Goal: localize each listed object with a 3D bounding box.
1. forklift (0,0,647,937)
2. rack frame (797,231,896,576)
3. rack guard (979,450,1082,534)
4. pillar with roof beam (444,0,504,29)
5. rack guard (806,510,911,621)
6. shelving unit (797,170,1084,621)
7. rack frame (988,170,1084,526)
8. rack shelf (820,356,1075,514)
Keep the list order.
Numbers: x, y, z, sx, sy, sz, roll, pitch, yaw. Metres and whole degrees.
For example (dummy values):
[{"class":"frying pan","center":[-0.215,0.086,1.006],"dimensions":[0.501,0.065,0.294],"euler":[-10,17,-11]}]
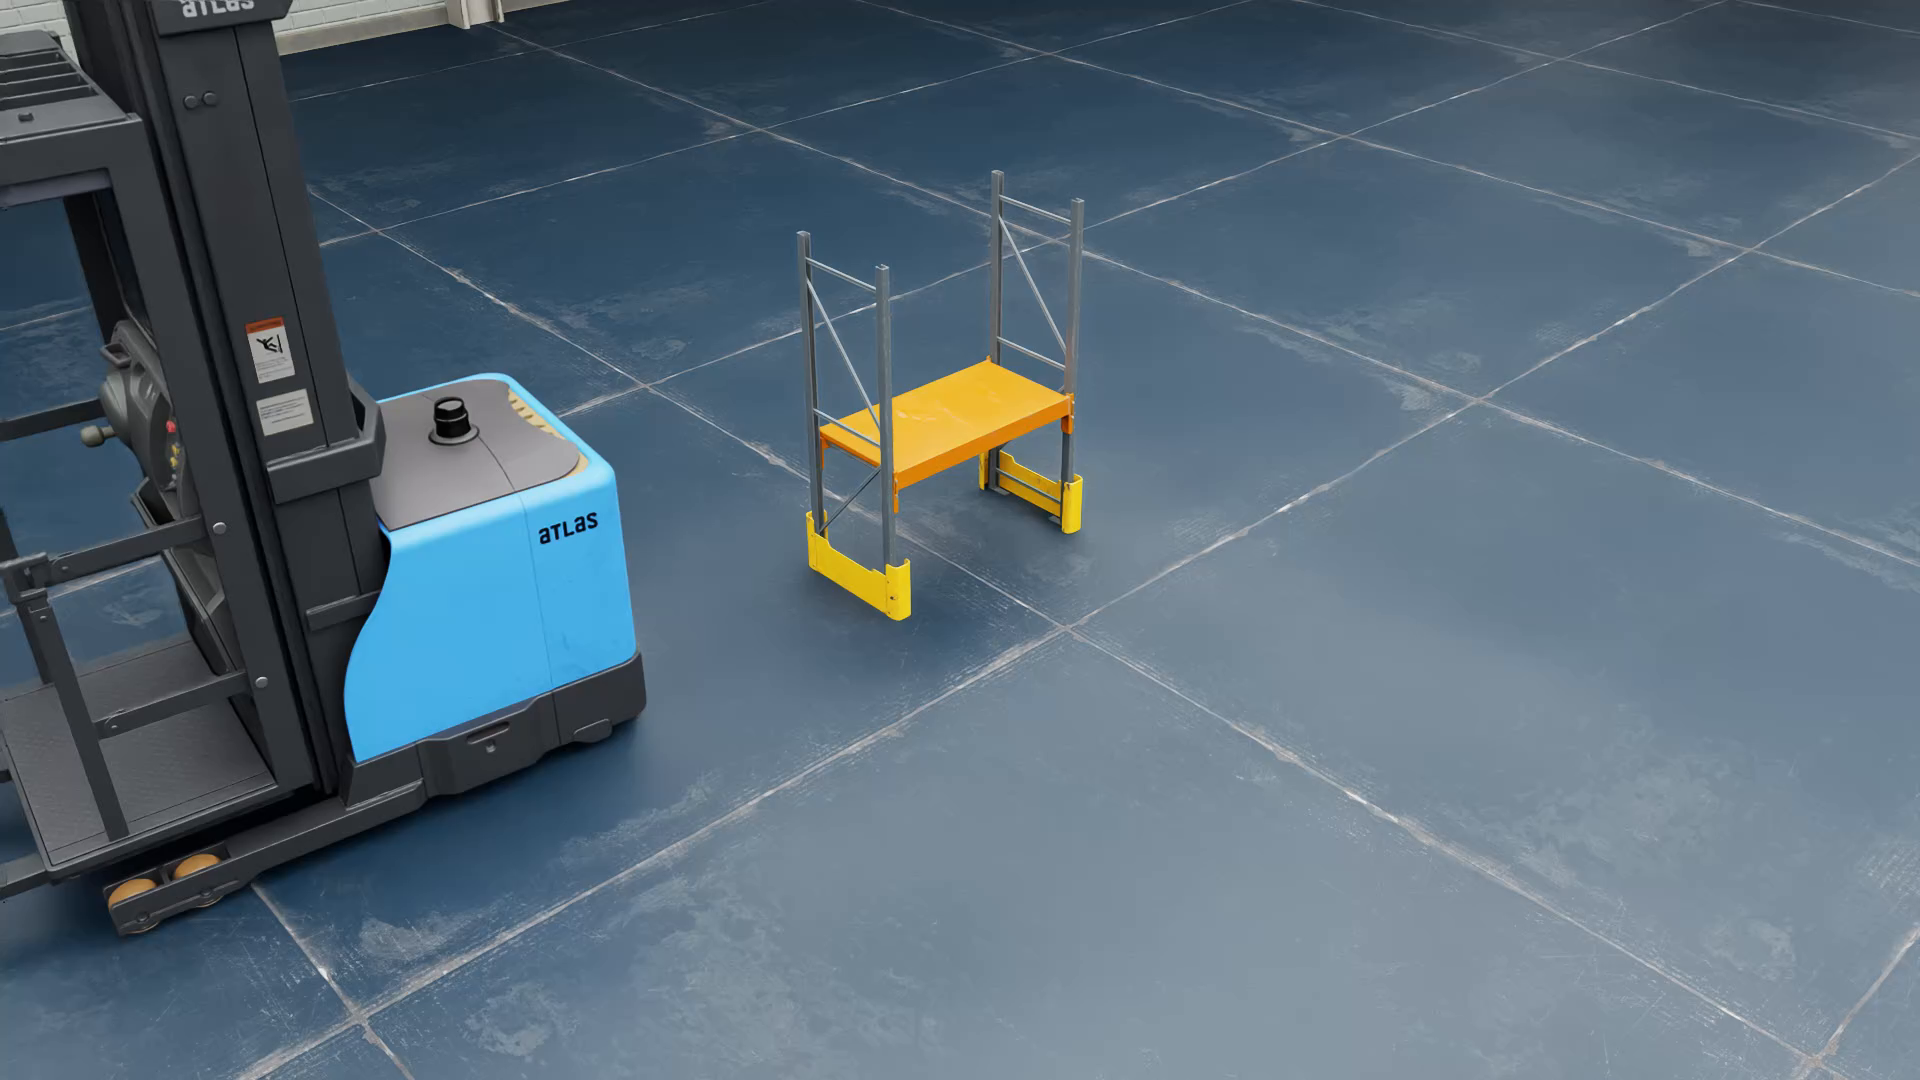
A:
[{"class":"forklift","center":[-2.646,-0.330,4.980],"dimensions":[3.031,2.935,1.130],"euler":[-21,37,-30]},{"class":"rack frame","center":[-0.435,-0.429,6.514],"dimensions":[0.032,1.500,0.500],"euler":[-26,40,-35]},{"class":"rack guard","center":[0.309,-0.256,7.429],"dimensions":[0.087,0.250,0.587],"euler":[-26,40,-35]},{"class":"pillar with roof beam","center":[-1.373,-6.797,9.739],"dimensions":[0.400,9.000,9.100],"euler":[-26,40,-35]},{"class":"rack guard","center":[-0.421,0.097,6.852],"dimensions":[0.087,0.250,0.587],"euler":[-26,40,-35]},{"class":"shelving unit","center":[-0.056,-0.613,6.815],"dimensions":[1.083,1.500,0.587],"euler":[-26,40,-35]},{"class":"rack frame","center":[0.310,-0.790,7.104],"dimensions":[0.032,1.500,0.500],"euler":[-26,40,-35]},{"class":"rack shelf","center":[-0.063,-0.456,6.903],"dimensions":[1.000,0.185,0.538],"euler":[-26,40,-35]}]
